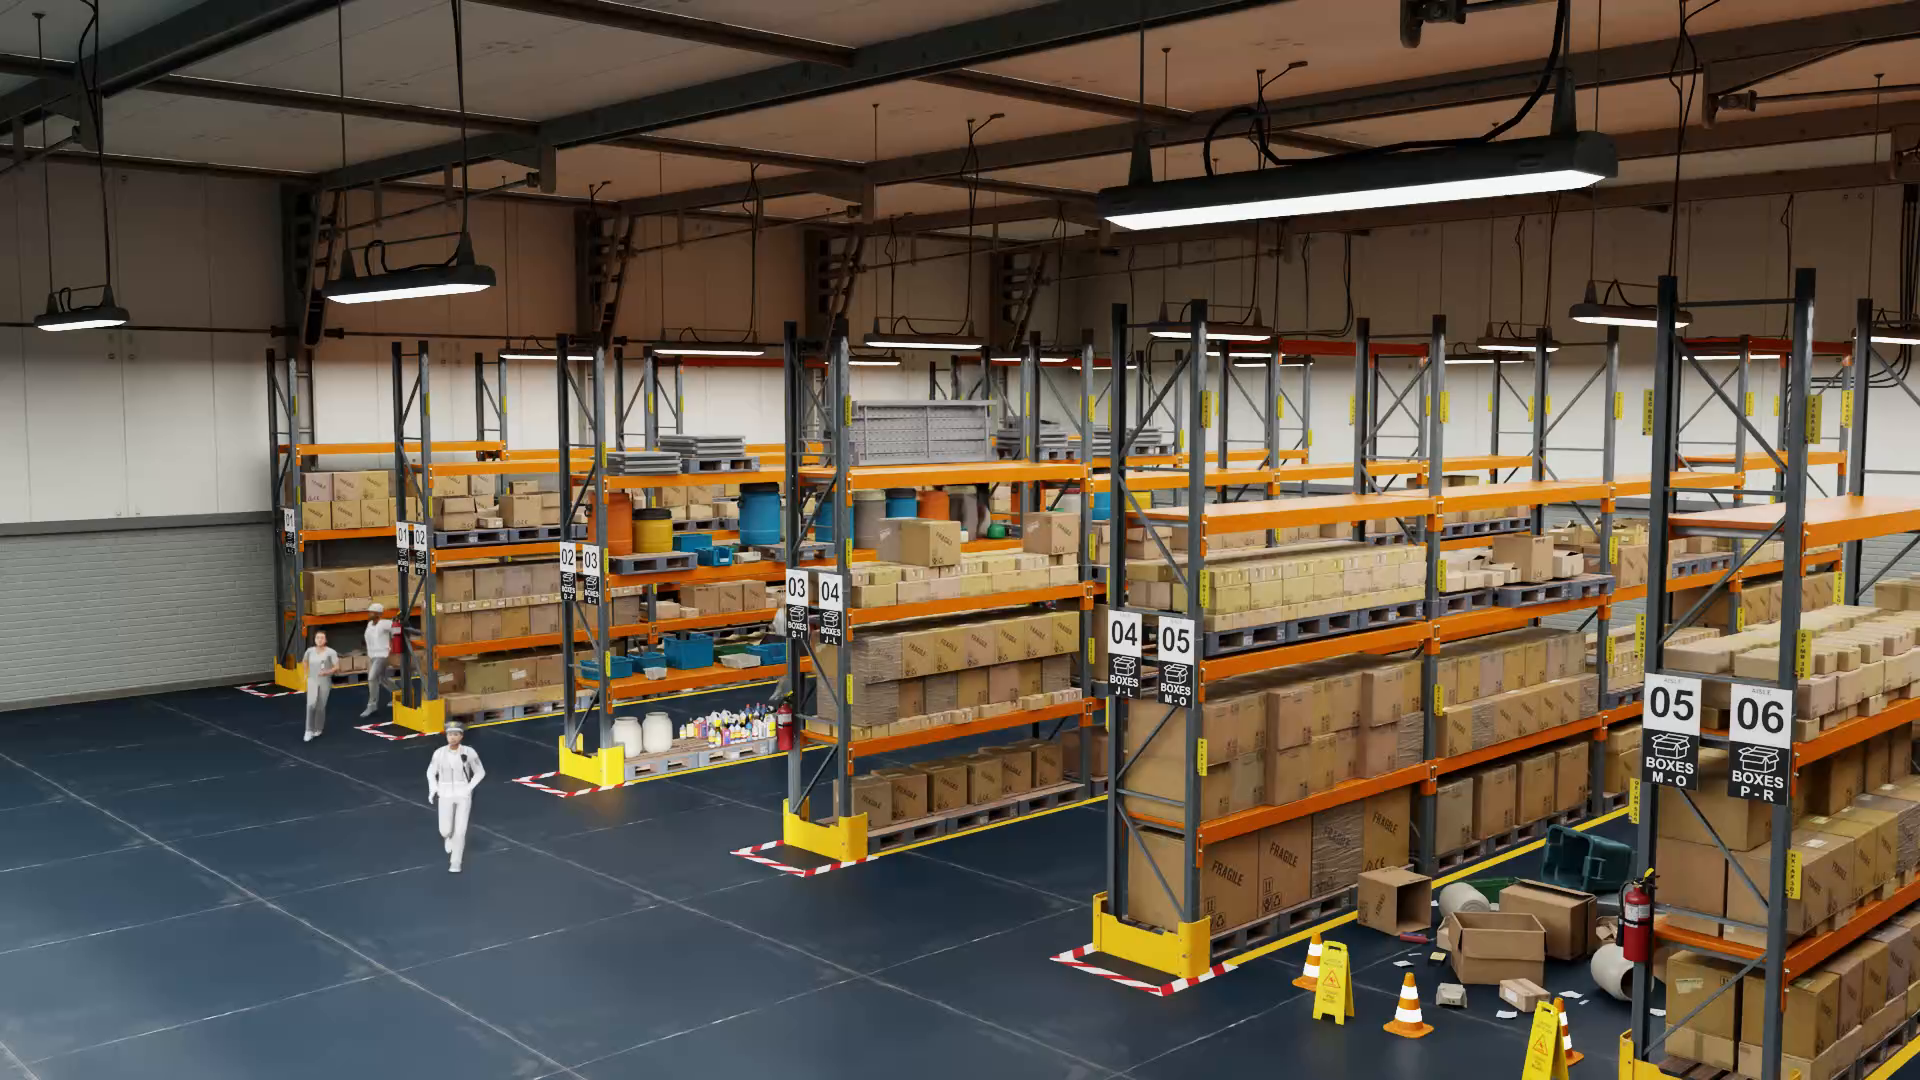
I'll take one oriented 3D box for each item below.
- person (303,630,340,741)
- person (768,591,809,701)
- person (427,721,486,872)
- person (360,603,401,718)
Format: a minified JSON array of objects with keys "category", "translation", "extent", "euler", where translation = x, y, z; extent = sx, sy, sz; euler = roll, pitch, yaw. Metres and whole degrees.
[{"category":"person","translation":[-9.588,2.166,24.953],"extent":[0.553,1.639,0.663],"euler":[-1,5,-12]},{"category":"person","translation":[-2.807,1.684,26.874],"extent":[0.598,1.721,0.821],"euler":[5,7,44]},{"category":"person","translation":[-5.496,2.782,18.131],"extent":[0.629,1.644,0.543],"euler":[-1,5,-10]},{"category":"person","translation":[-9.454,1.924,27.100],"extent":[0.762,1.805,0.893],"euler":[4,7,41]}]
